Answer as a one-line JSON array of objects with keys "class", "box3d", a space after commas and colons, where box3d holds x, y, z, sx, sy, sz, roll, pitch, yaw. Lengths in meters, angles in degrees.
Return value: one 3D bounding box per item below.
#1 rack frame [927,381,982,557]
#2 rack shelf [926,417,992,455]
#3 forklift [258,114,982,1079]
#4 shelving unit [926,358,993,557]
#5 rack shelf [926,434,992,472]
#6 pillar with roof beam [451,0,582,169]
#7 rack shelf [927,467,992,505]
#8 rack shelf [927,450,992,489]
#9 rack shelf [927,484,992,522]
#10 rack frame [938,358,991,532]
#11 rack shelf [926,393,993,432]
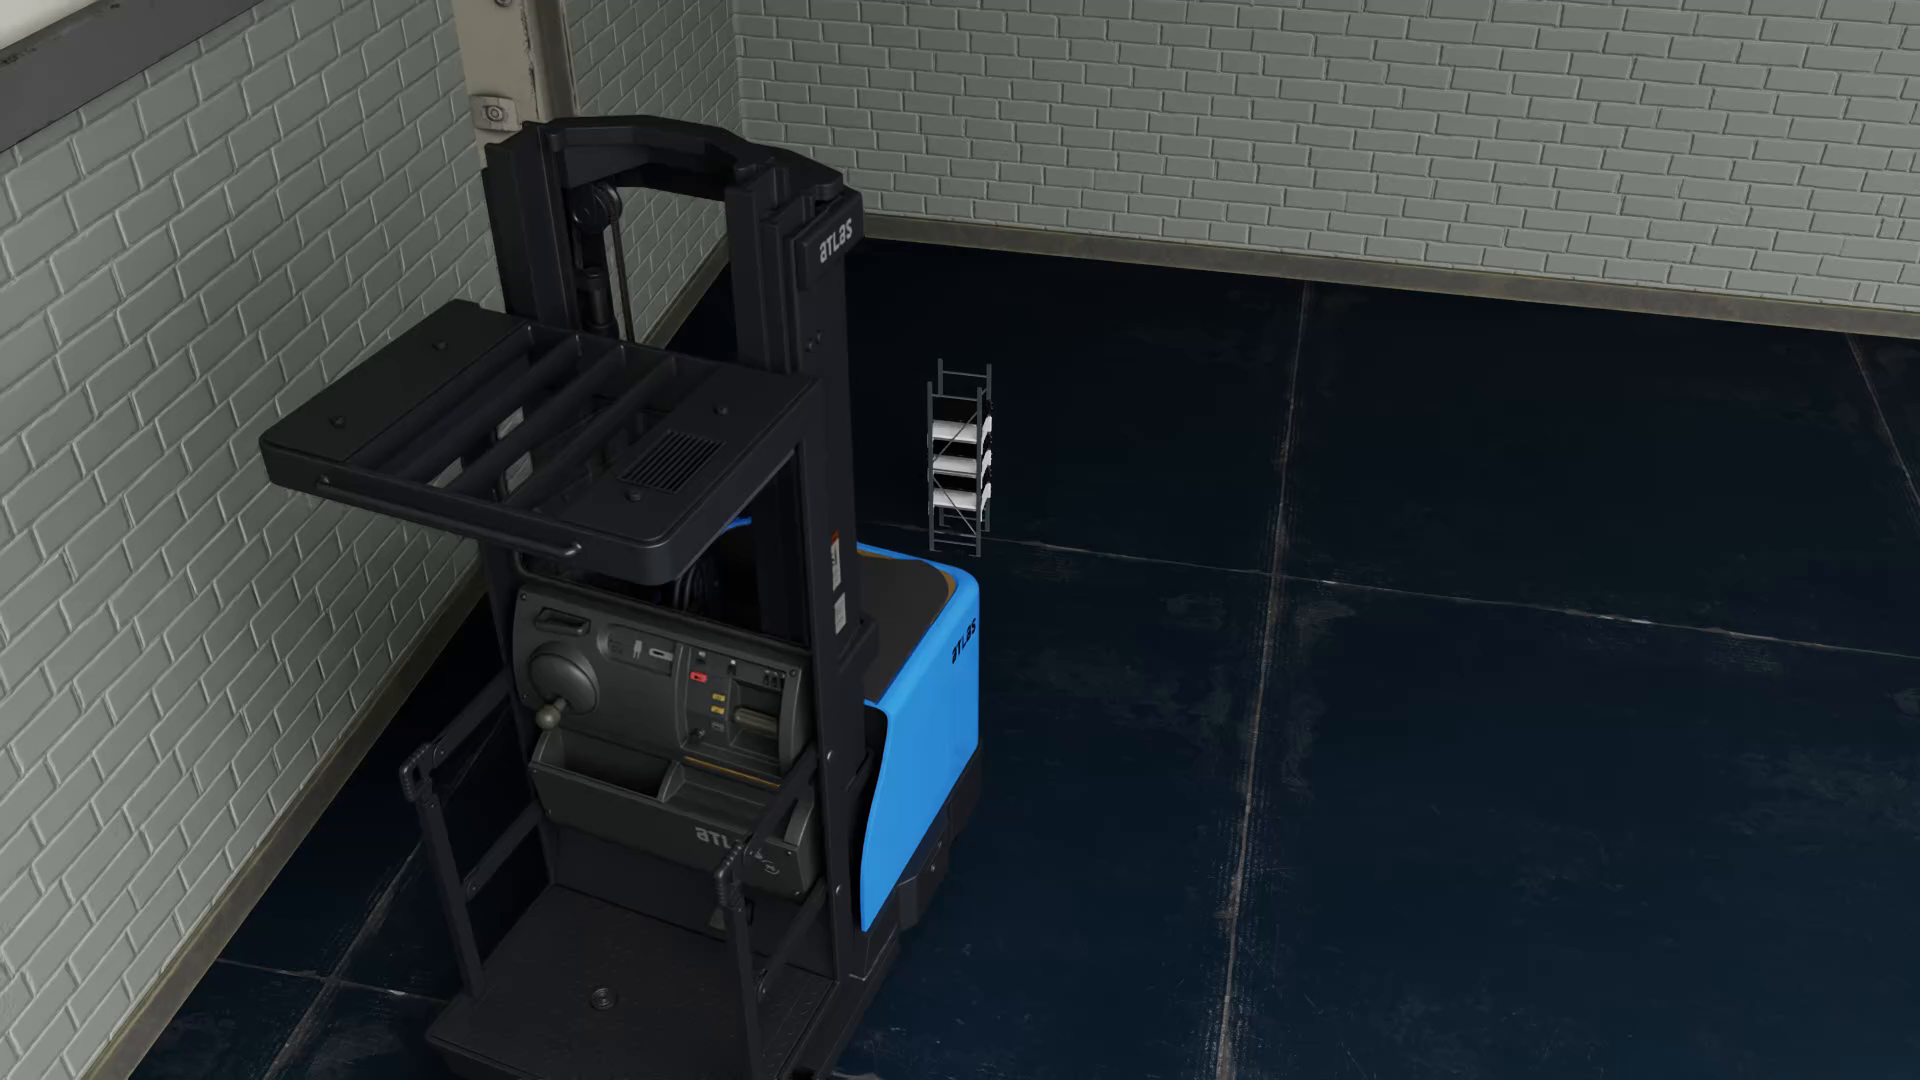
[{"class": "rack frame", "box3d": [-0.023, -0.301, 7.399, 0.240, 0.900, 0.006, 7, 37, 10]}, {"class": "rack shelf", "box3d": [-0.002, -0.478, 7.393, 0.258, 0.077, 0.200, 7, 37, 10]}, {"class": "forklift", "box3d": [-0.954, 0.480, 4.590, 1.130, 2.935, 3.031, 14, 38, 18]}, {"class": "shelving unit", "box3d": [-0.002, -0.360, 7.479, 0.258, 0.900, 0.210, 7, 37, 10]}, {"class": "rack shelf", "box3d": [-0.002, -0.406, 7.446, 0.258, 0.077, 0.200, 7, 37, 10]}, {"class": "pillar with roof beam", "box3d": [2.387, -3.361, 4.719, 9.100, 9.000, 0.400, 7, 37, 10]}, {"class": "rack shelf", "box3d": [-0.002, -0.260, 7.552, 0.258, 0.077, 0.200, 7, 37, 10]}, {"class": "rack shelf", "box3d": [-0.002, -0.333, 7.499, 0.258, 0.077, 0.200, 7, 37, 10]}, {"class": "rack shelf", "box3d": [-0.002, -0.187, 7.605, 0.258, 0.077, 0.200, 7, 37, 10]}, {"class": "rack frame", "box3d": [0.020, -0.418, 7.560, 0.240, 0.900, 0.006, 7, 37, 10]}, {"class": "rack shelf", "box3d": [-0.002, -0.551, 7.341, 0.258, 0.077, 0.200, 7, 37, 10]}]
